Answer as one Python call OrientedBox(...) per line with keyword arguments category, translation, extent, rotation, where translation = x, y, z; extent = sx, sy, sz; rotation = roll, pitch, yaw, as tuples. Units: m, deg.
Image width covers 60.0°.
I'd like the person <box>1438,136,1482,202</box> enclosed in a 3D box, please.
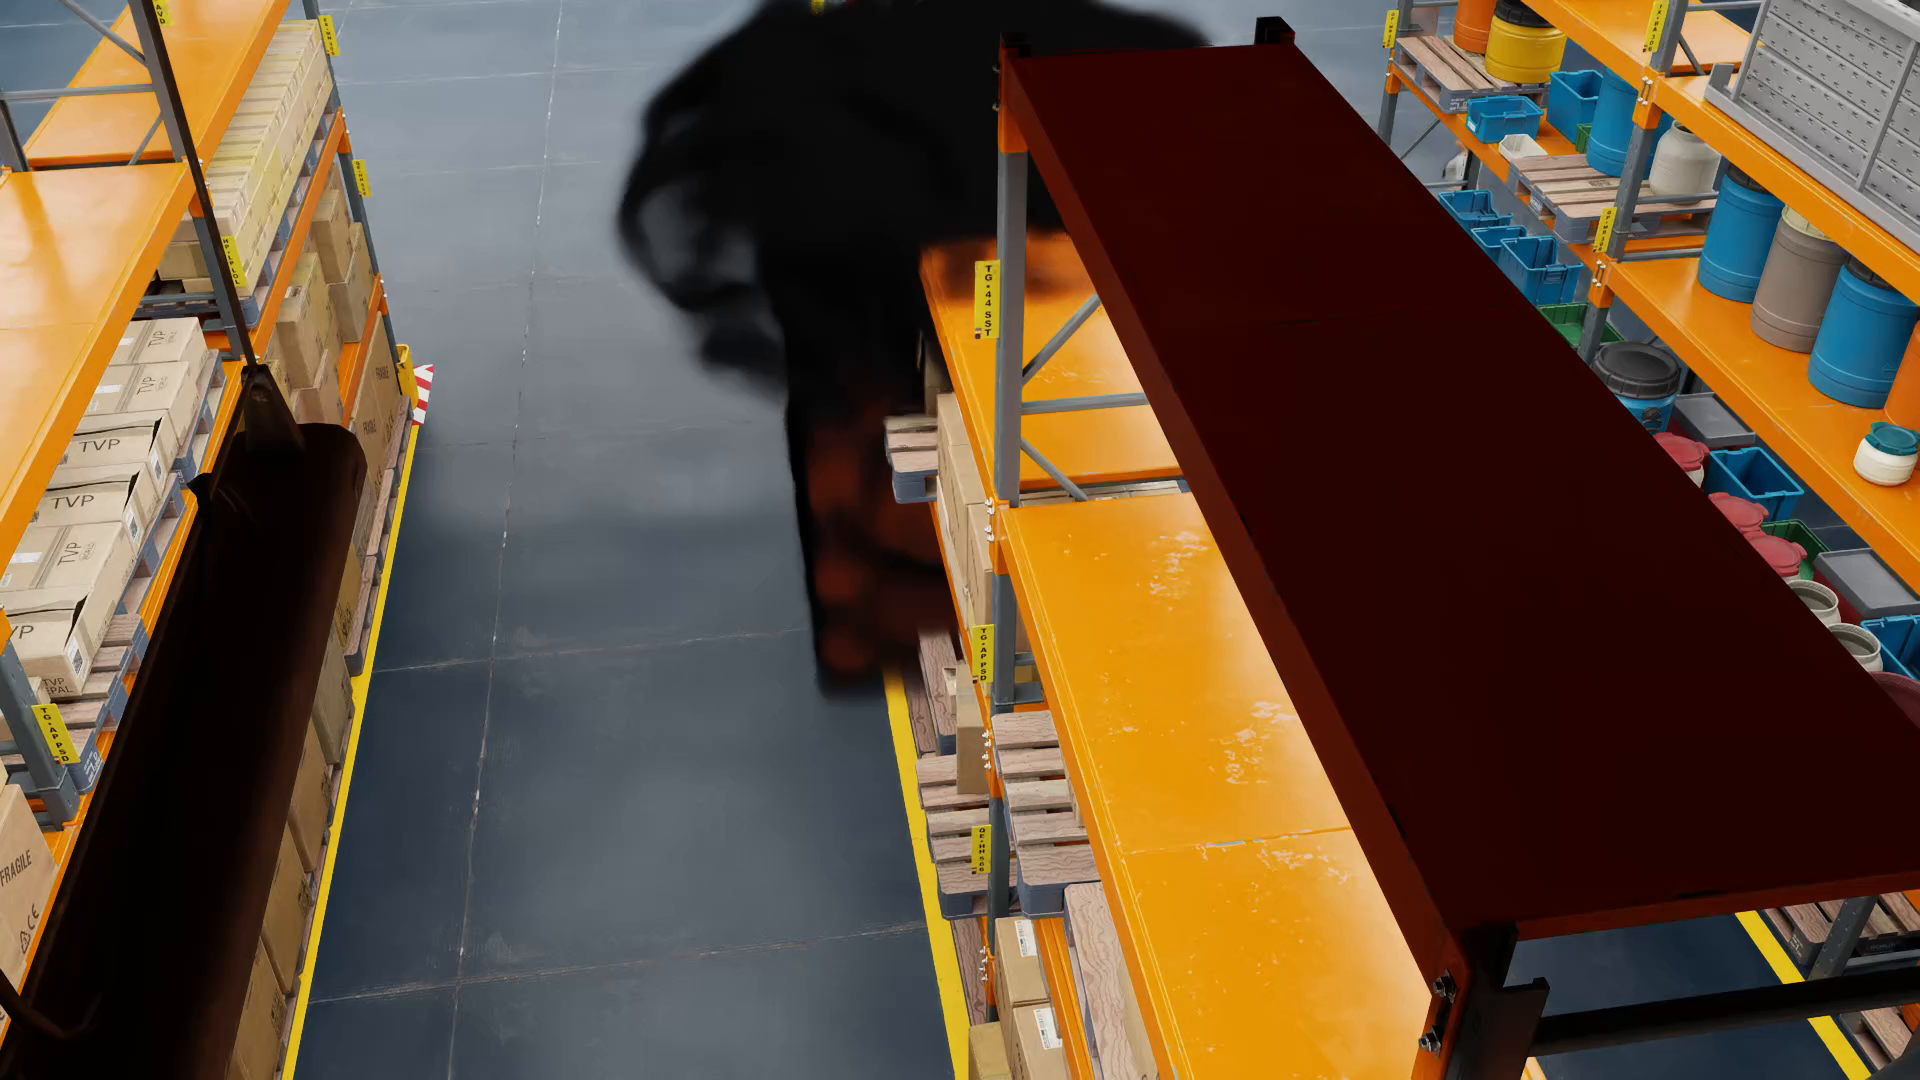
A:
OrientedBox(category="person", translation=(4.906, -3.405, 16.608), extent=(0.538, 1.613, 0.621), rotation=(29, 45, 33))
